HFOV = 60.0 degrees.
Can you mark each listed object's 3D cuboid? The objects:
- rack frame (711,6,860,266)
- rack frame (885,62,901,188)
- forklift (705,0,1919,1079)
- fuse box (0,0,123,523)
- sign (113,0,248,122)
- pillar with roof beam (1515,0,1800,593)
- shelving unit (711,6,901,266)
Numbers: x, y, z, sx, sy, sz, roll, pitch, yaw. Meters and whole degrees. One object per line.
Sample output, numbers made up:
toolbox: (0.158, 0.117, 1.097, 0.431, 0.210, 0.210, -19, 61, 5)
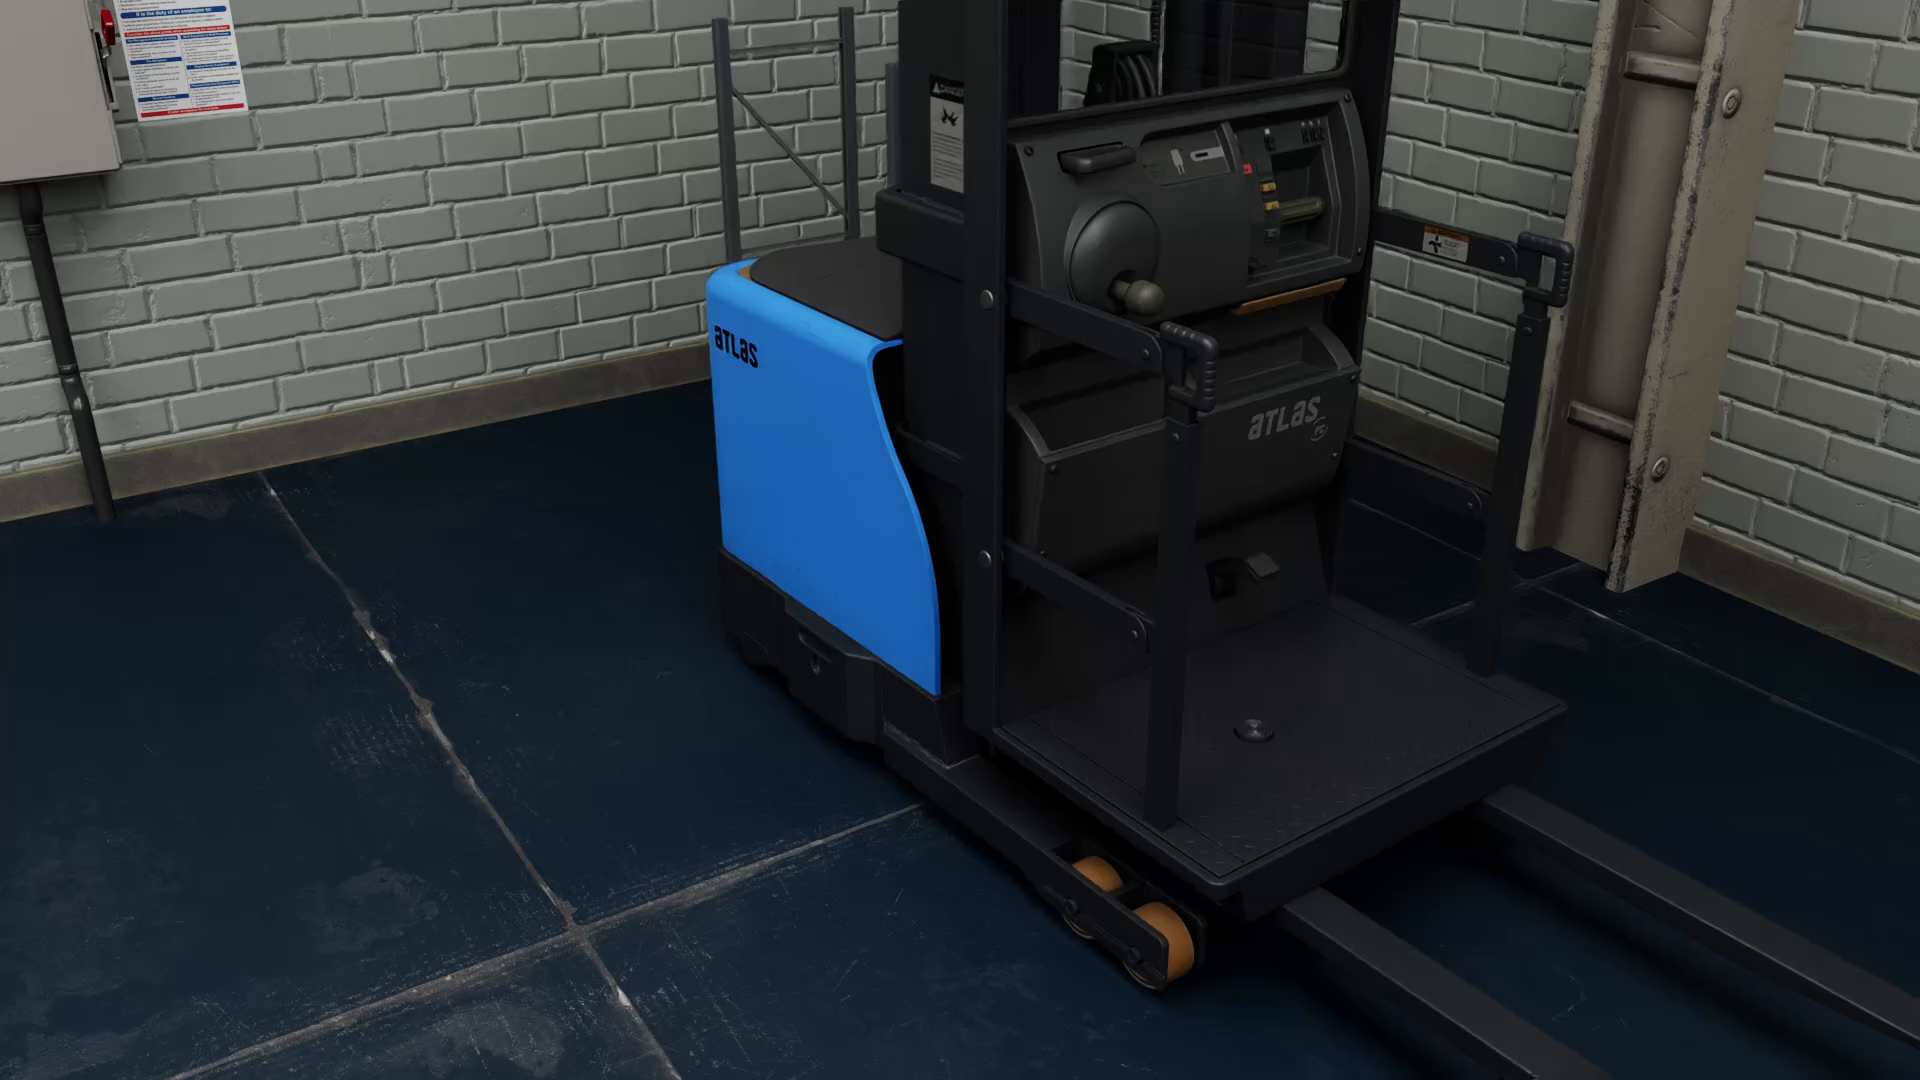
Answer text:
rack frame: (-0.560, -1.000, 5.612, 0.500, 1.500, 0.032, -16, 30, -31)
rack frame: (0.015, -0.643, 4.854, 0.500, 1.500, 0.032, -16, 30, -31)
forklift: (0.624, -0.664, 3.224, 1.130, 2.935, 3.031, -18, 31, -33)
fuse box: (-2.729, -0.839, 5.022, 0.539, 1.711, 0.414, -16, 29, -30)
sign: (-2.429, -1.567, 5.168, 0.329, 0.494, 0.001, -16, 29, -30)
pillar with roof beam: (-1.638, -3.015, 1.095, 9.100, 9.000, 0.400, -16, 29, -30)
shelving unit: (-0.278, -0.825, 5.240, 0.587, 1.500, 1.083, -16, 30, -31)
